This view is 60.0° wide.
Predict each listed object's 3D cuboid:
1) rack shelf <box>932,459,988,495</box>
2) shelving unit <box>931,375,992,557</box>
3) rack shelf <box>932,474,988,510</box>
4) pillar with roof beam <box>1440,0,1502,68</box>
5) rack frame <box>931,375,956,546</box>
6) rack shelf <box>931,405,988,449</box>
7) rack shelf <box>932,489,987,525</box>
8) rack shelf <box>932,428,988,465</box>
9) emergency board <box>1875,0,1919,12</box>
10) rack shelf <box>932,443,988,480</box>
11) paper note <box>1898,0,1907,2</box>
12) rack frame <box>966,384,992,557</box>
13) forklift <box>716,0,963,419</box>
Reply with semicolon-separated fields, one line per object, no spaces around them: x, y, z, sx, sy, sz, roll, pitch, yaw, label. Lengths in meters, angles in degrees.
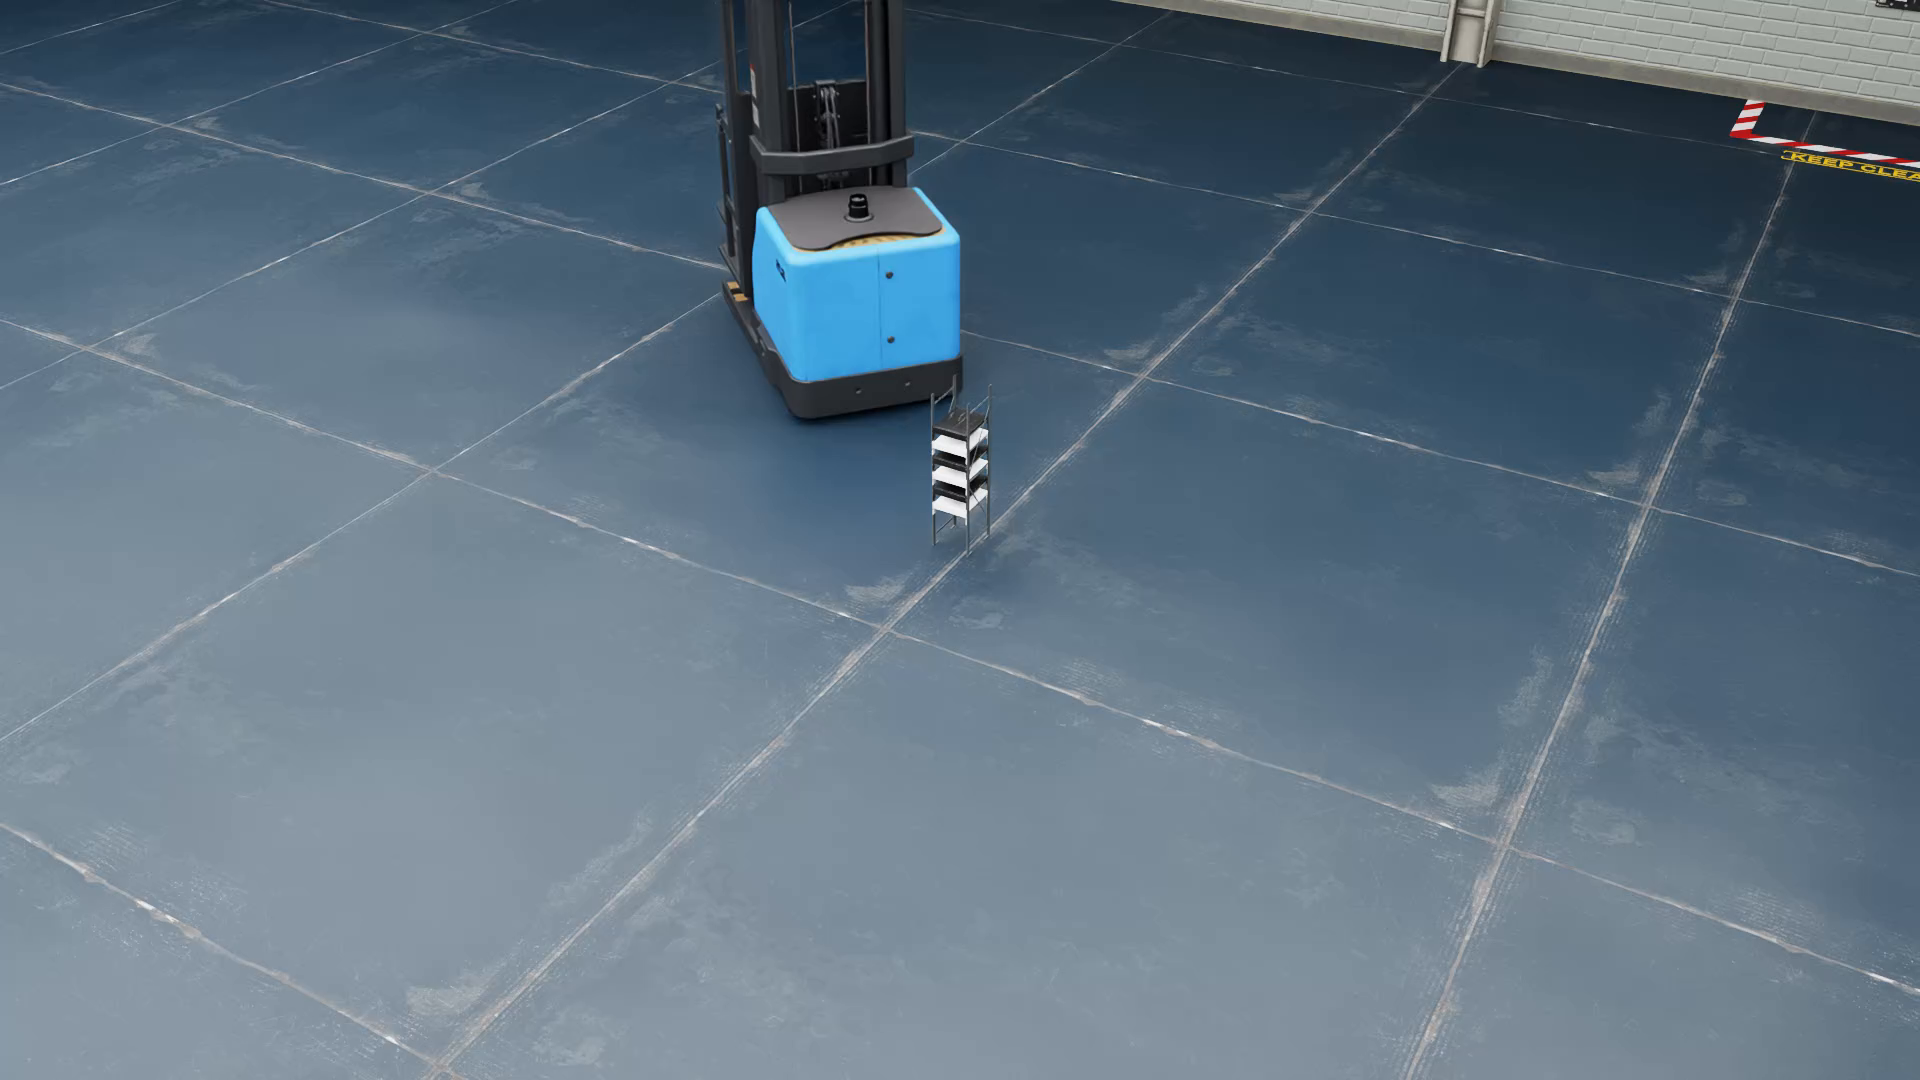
0.007;-0.345;8.516;0.200;0.077;0.258;18;37;24;rack shelf
0.007;-0.372;8.497;0.210;0.900;0.258;18;37;24;shelving unit
0.007;-0.270;8.566;0.200;0.077;0.258;18;37;24;rack shelf
2.563;-6.138;9.848;0.400;9.000;9.100;18;37;24;pillar with roof beam
-0.081;-0.400;8.539;0.006;0.900;0.240;18;37;24;rack frame
0.007;-0.569;8.366;0.200;0.077;0.258;18;37;24;rack shelf
0.007;-0.195;8.615;0.200;0.077;0.258;18;37;24;rack shelf
0.007;-0.494;8.416;0.200;0.077;0.258;18;37;24;rack shelf
7.784;-4.771;13.209;0.626;1.169;0.157;18;37;24;emergency board
0.007;-0.419;8.466;0.200;0.077;0.258;18;37;24;rack shelf
7.663;-4.475;13.559;0.142;0.148;0.016;18;37;24;paper note
0.095;-0.344;8.455;0.006;0.900;0.240;18;37;24;rack frame
-0.943;-2.738;10.218;1.130;2.935;3.031;-11;35;-16;forklift
